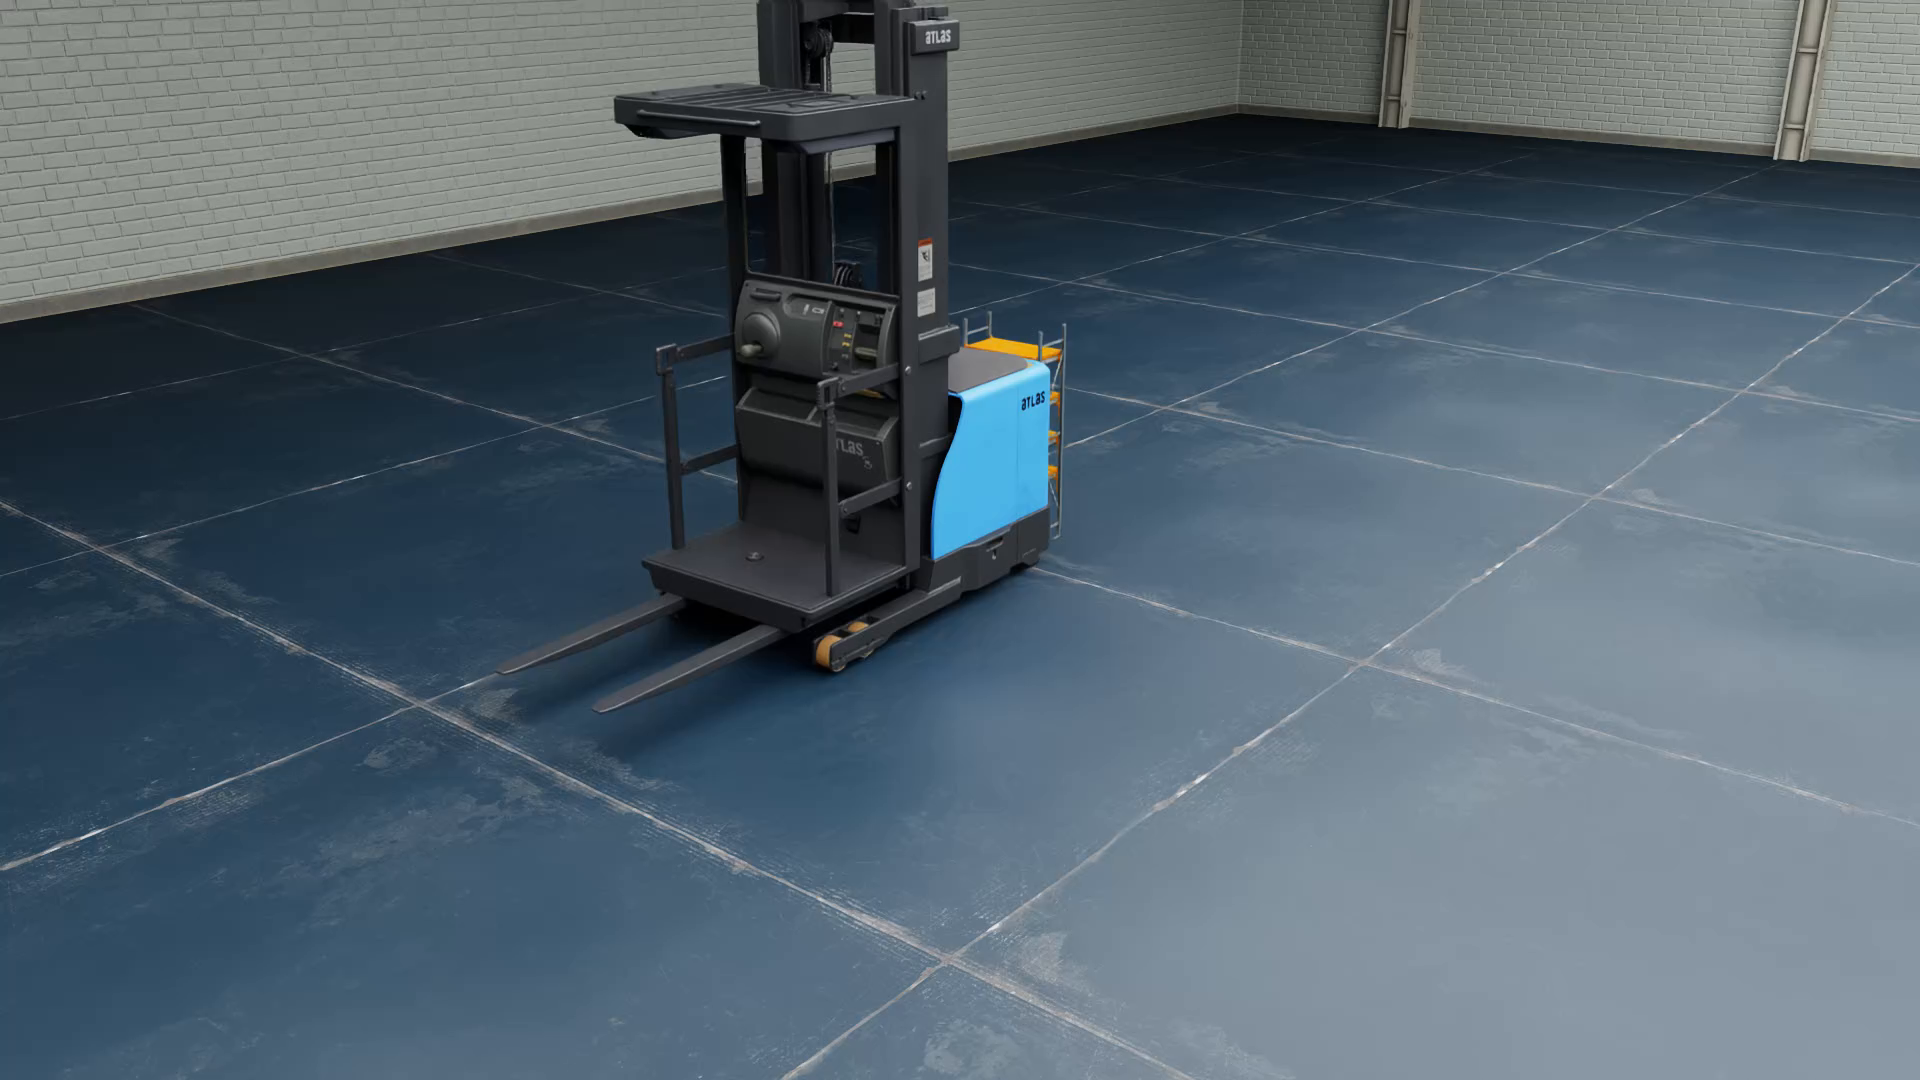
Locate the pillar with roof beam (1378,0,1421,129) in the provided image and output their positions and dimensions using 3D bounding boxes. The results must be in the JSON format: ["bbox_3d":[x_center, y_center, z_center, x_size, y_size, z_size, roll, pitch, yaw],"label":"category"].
[{"bbox_3d":[4.291,-9.717,22.183,0.400,9.000,9.100,16,26,36],"label":"pillar with roof beam"}]

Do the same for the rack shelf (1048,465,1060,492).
[{"bbox_3d":[0.285,-0.352,9.151,0.480,0.148,0.258,15,25,34],"label":"rack shelf"}]

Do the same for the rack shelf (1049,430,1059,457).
[{"bbox_3d":[0.286,-0.538,9.082,0.480,0.148,0.258,15,25,34],"label":"rack shelf"}]

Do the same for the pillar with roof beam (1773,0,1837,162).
[{"bbox_3d":[8.939,-8.379,18.634,0.400,9.000,9.100,16,26,36],"label":"pillar with roof beam"}]

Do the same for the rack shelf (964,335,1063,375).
[{"bbox_3d":[0.288,-0.970,8.922,0.480,0.148,0.258,15,25,34],"label":"rack shelf"}]

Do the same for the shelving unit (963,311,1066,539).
[{"bbox_3d":[0.287,-0.601,9.059,0.503,1.200,0.258,15,25,34],"label":"shelving unit"}]

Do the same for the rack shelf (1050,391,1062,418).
[{"bbox_3d":[0.287,-0.748,9.004,0.480,0.148,0.258,15,25,34],"label":"rack shelf"}]

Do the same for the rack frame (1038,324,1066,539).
[{"bbox_3d":[0.482,-0.549,8.922,0.015,1.200,0.240,15,25,34],"label":"rack frame"}]

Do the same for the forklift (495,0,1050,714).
[{"bbox_3d":[-0.806,-0.965,7.573,1.130,2.935,3.031,15,25,34],"label":"forklift"}]

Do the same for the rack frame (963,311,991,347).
[{"bbox_3d":[0.091,-0.653,9.196,0.015,1.200,0.240,15,25,34],"label":"rack frame"}]
